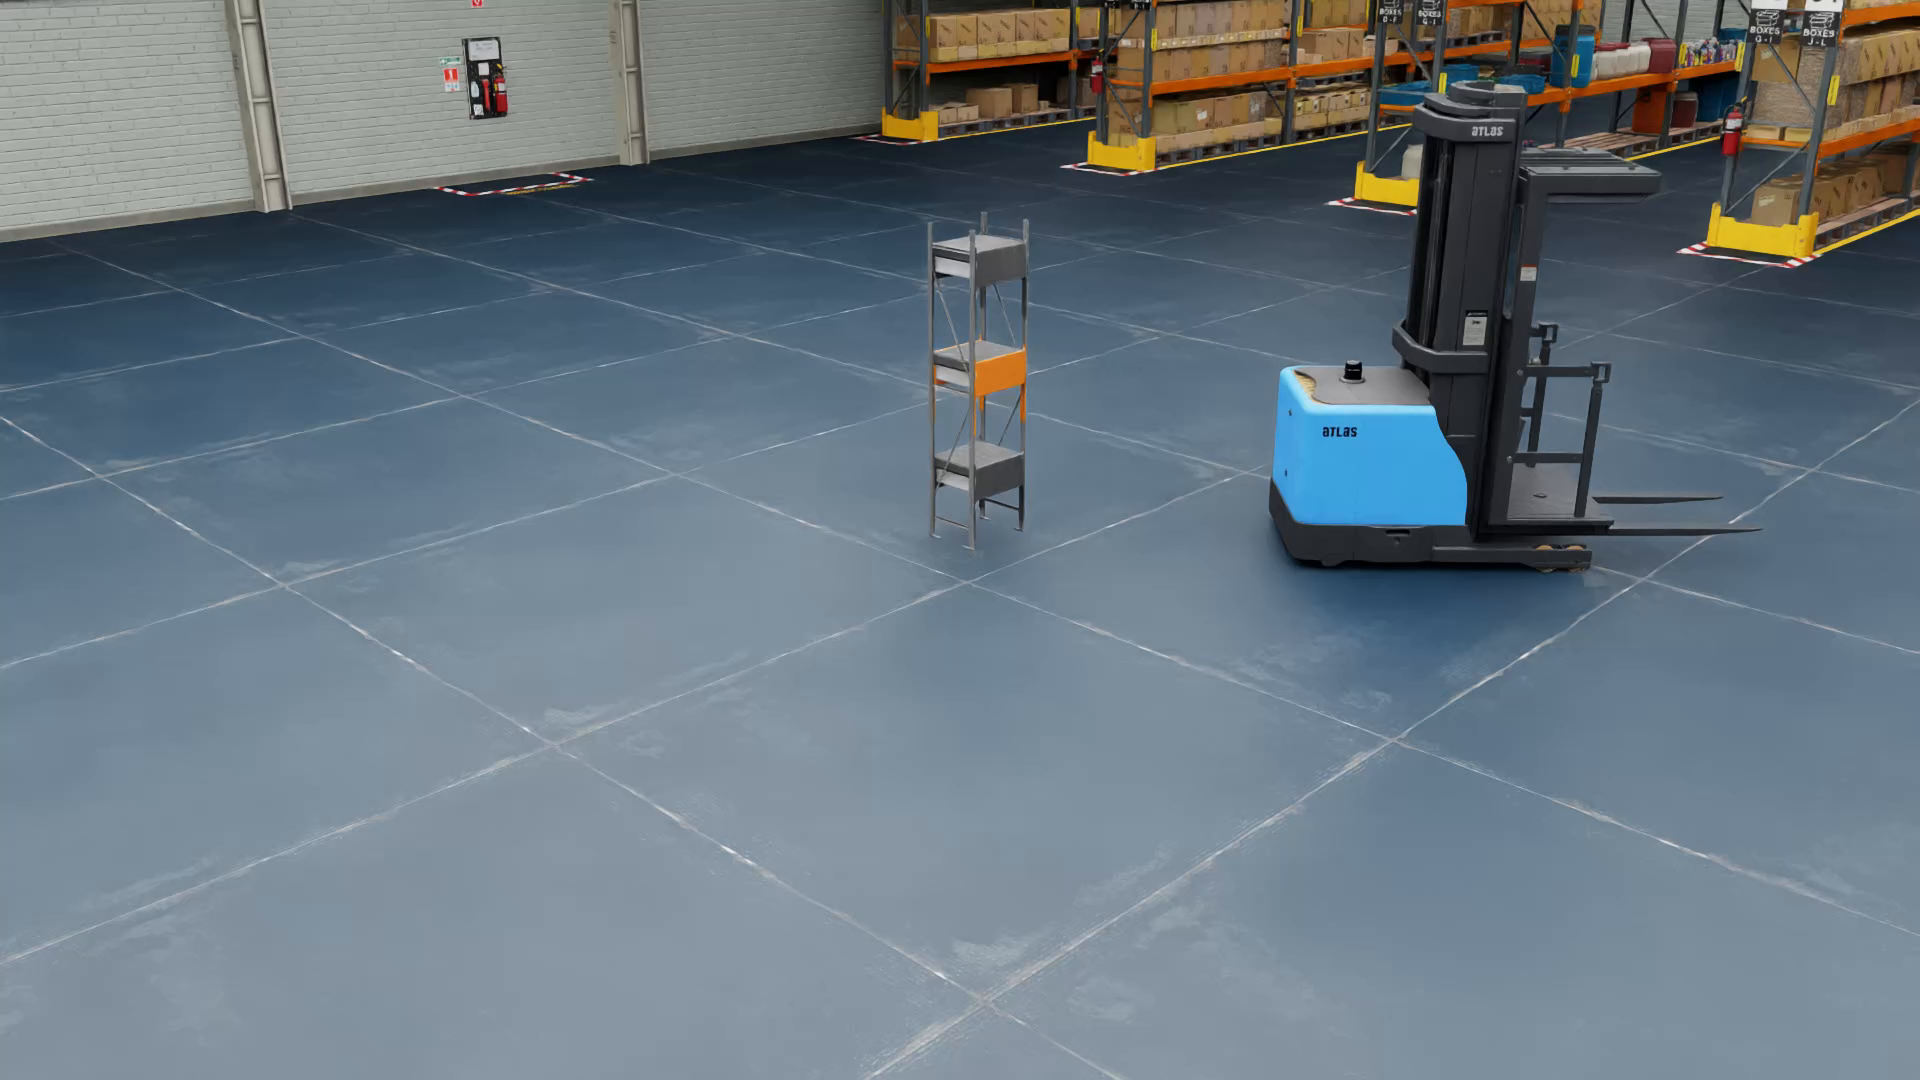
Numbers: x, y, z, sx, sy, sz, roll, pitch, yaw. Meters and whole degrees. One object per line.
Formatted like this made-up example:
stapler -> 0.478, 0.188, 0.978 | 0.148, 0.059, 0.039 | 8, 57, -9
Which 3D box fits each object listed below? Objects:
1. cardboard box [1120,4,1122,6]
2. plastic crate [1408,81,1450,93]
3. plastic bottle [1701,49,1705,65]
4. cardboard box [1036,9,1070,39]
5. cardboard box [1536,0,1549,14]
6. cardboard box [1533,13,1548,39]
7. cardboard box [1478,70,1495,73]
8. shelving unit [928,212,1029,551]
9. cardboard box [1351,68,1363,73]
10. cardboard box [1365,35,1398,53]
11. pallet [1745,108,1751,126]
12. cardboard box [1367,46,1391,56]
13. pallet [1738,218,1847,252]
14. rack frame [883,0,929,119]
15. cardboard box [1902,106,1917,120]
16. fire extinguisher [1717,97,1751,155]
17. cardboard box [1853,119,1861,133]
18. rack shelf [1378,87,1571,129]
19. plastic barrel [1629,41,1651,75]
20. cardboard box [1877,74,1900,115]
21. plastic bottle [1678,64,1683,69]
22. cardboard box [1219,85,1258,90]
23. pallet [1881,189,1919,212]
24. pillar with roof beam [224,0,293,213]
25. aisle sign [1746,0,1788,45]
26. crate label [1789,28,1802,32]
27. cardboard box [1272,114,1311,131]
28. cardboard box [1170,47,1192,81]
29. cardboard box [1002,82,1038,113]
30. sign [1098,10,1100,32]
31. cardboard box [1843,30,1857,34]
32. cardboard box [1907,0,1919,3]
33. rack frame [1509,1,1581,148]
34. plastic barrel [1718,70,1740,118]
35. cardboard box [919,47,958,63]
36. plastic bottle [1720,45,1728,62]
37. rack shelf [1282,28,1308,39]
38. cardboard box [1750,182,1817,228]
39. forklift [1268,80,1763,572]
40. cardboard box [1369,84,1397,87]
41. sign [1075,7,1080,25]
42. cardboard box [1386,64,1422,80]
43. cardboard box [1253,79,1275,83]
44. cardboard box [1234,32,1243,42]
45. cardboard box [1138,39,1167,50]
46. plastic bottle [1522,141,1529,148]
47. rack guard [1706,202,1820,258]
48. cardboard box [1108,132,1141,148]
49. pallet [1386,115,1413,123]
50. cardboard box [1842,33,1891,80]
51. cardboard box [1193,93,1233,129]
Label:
cardboard box -> 3.452, -10.505, 33.471 | 0.700, 0.500, 0.500 | 19, 28, 41
plastic crate -> 6.735, -6.465, 23.922 | 0.499, 0.251, 0.408 | 19, 28, 41
plastic bottle -> 12.935, -8.428, 29.000 | 0.097, 0.271, 0.097 | 0, 21, 0
cardboard box -> 1.727, -9.764, 31.433 | 0.500, 0.500, 0.500 | 19, 28, 41
cardboard box -> 11.858, -11.188, 34.468 | 0.500, 0.500, 0.500 | 18, 28, 39
cardboard box -> 11.874, -10.733, 34.678 | 0.500, 0.500, 0.500 | -20, 28, -41
cardboard box -> 10.829, -9.331, 34.041 | 0.500, 0.500, 0.500 | 19, 28, 40
shelving unit -> 0.115, -1.023, 10.809 | 0.431, 2.100, 0.503 | 19, 28, 41
cardboard box -> 9.091, -11.324, 39.255 | 0.700, 0.500, 0.500 | 18, 27, 39
cardboard box -> 7.893, -9.339, 31.315 | 0.500, 0.311, 0.500 | -18, 27, -39
pallet -> 15.000, -8.147, 31.978 | 1.003, 0.211, 1.213 | 19, 28, 41
cardboard box -> 7.748, -9.045, 30.777 | 0.380, 0.149, 0.250 | 19, 28, 41
pallet -> 10.337, -3.844, 20.781 | 1.003, 0.211, 1.213 | 19, 28, 41
rack frame -> -0.955, -8.645, 29.386 | 1.000, 3.000, 0.127 | 19, 28, 41
cardboard box -> 12.362, -5.646, 21.934 | 0.380, 0.149, 0.250 | 19, 28, 41
fire extinguisher -> 9.282, -4.976, 19.947 | 0.296, 0.674, 0.183 | 19, 28, 41
cardboard box -> 10.929, -5.145, 20.631 | 0.380, 0.149, 0.250 | 19, 28, 41
rack shelf -> 7.539, -6.344, 24.402 | 1.077, 0.370, 4.000 | 19, 28, 41
plastic barrel -> 11.160, -7.956, 27.438 | 0.421, 0.512, 0.421 | 0, 21, 0
cardboard box -> 11.474, -5.766, 21.342 | 0.875, 0.500, 0.500 | 19, 28, 41
plastic bottle -> 12.258, -8.195, 28.387 | 0.152, 0.276, 0.135 | 19, 28, 41
cardboard box -> 4.840, -7.656, 29.015 | 0.500, 0.500, 0.500 | 19, 28, 41
pallet -> 13.025, -4.853, 23.407 | 1.003, 0.211, 1.213 | 19, 28, 41
pillar with roof beam -> -6.373, -7.680, 18.513 | 9.100, 9.000, 0.400 | 19, 28, 41
aisle sign -> 9.434, -6.199, 19.397 | 0.394, 0.787, 0.004 | 19, 28, 41
crate label -> 16.897, -10.247, 33.704 | 0.416, 0.233, 0.303 | 19, 28, 41
cardboard box -> 5.846, -7.389, 29.365 | 0.500, 0.250, 0.500 | 18, 28, 39
cardboard box -> 3.295, -7.706, 26.803 | 0.500, 0.500, 0.700 | -19, 28, -41
cardboard box -> 1.140, -8.435, 31.711 | 0.500, 0.500, 0.500 | 17, 27, 37
sign -> 2.218, -8.197, 26.276 | 0.100, 0.325, 0.005 | 19, 28, 41
cardboard box -> 10.949, -6.166, 20.988 | 0.500, 0.500, 0.500 | 19, 28, 41
cardboard box -> 11.628, -6.838, 20.712 | 0.500, 0.250, 0.500 | 19, 28, 40
rack frame -> 8.934, -7.194, 25.610 | 1.000, 3.000, 0.127 | 19, 28, 41
plastic barrel -> 14.123, -8.331, 30.909 | 0.600, 0.901, 0.708 | 19, 28, 41
cardboard box -> -0.387, -8.631, 29.529 | 0.500, 0.250, 0.500 | 18, 28, 39
plastic bottle -> 13.609, -8.693, 29.682 | 0.152, 0.276, 0.135 | 19, 28, 41
rack shelf -> 6.021, -10.880, 36.203 | 1.077, 0.370, 4.000 | 19, 28, 41
cardboard box -> 10.140, -4.112, 20.490 | 0.500, 0.500, 0.500 | -14, 25, -32
forklift -> 3.630, -1.356, 10.517 | 3.031, 2.935, 1.130 | 0, 21, 1
cardboard box -> 7.989, -8.441, 31.320 | 0.500, 0.311, 0.500 | -19, 28, -41
sign -> 2.230, -9.944, 31.558 | 0.100, 0.325, 0.005 | 19, 28, 41
cardboard box -> 8.698, -9.166, 32.567 | 0.500, 0.250, 0.500 | -19, 28, -40
cardboard box -> 6.438, -10.494, 36.606 | 0.750, 0.750, 0.750 | -19, 28, -40
cardboard box -> 4.464, -8.335, 27.534 | 0.250, 0.149, 0.380 | -19, 28, -41
cardboard box -> 3.025, -7.803, 26.151 | 0.380, 0.149, 0.250 | 19, 28, 40
plastic bottle -> 8.557, -5.876, 25.260 | 0.144, 0.351, 0.185 | 18, 27, 38
rack guard -> 9.745, -3.779, 20.209 | 1.175, 0.500, 0.348 | 19, 28, 41
cardboard box -> 2.759, -6.531, 27.132 | 0.500, 0.250, 0.500 | 19, 28, 41
pallet -> 8.726, -8.344, 32.488 | 1.003, 0.211, 1.213 | 19, 28, 41
cardboard box -> 10.973, -5.907, 20.315 | 0.500, 0.500, 0.500 | 19, 28, 41
cardboard box -> 4.179, -7.136, 27.662 | 0.500, 0.500, 0.500 | 19, 28, 41
